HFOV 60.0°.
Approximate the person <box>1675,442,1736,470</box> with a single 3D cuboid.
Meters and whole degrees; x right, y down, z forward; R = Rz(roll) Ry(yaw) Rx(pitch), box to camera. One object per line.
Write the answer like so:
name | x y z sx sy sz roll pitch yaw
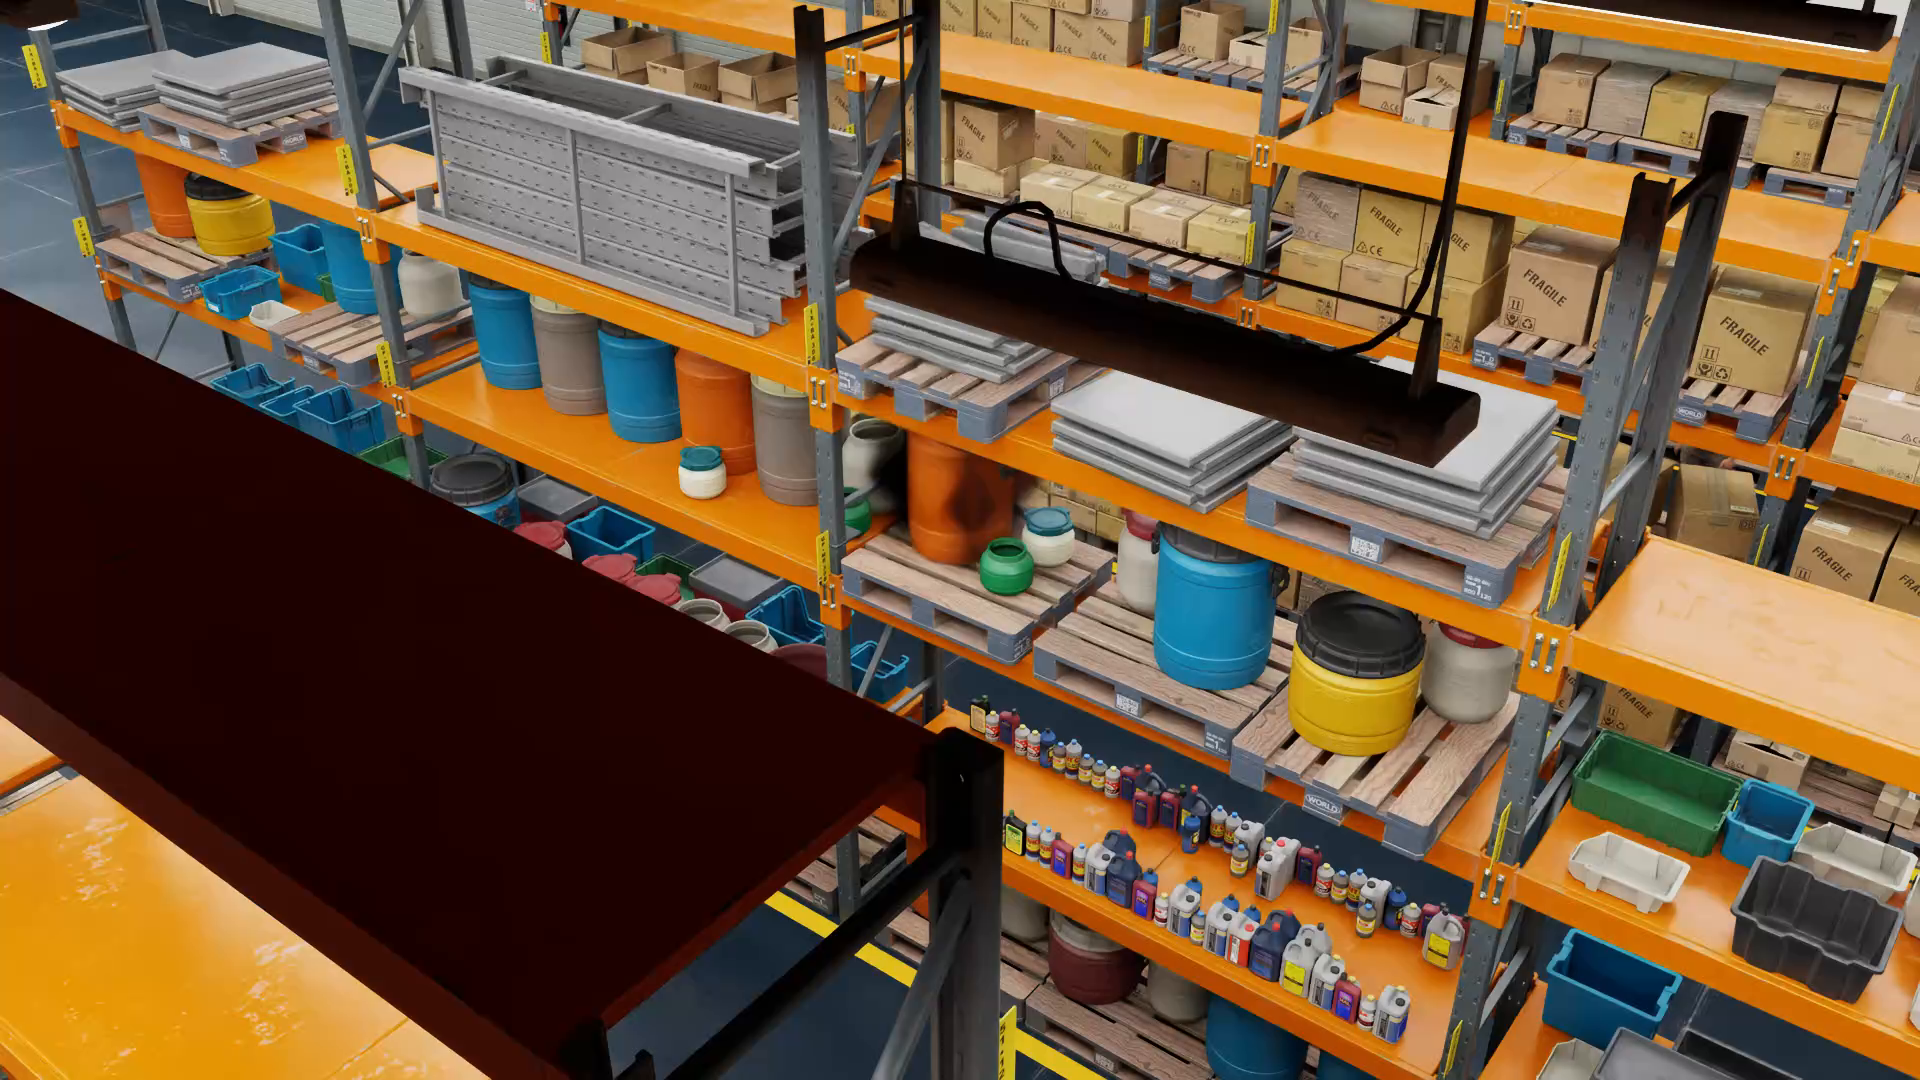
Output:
person | 6.724 -0.808 14.950 0.571 1.742 0.467 19 36 29
